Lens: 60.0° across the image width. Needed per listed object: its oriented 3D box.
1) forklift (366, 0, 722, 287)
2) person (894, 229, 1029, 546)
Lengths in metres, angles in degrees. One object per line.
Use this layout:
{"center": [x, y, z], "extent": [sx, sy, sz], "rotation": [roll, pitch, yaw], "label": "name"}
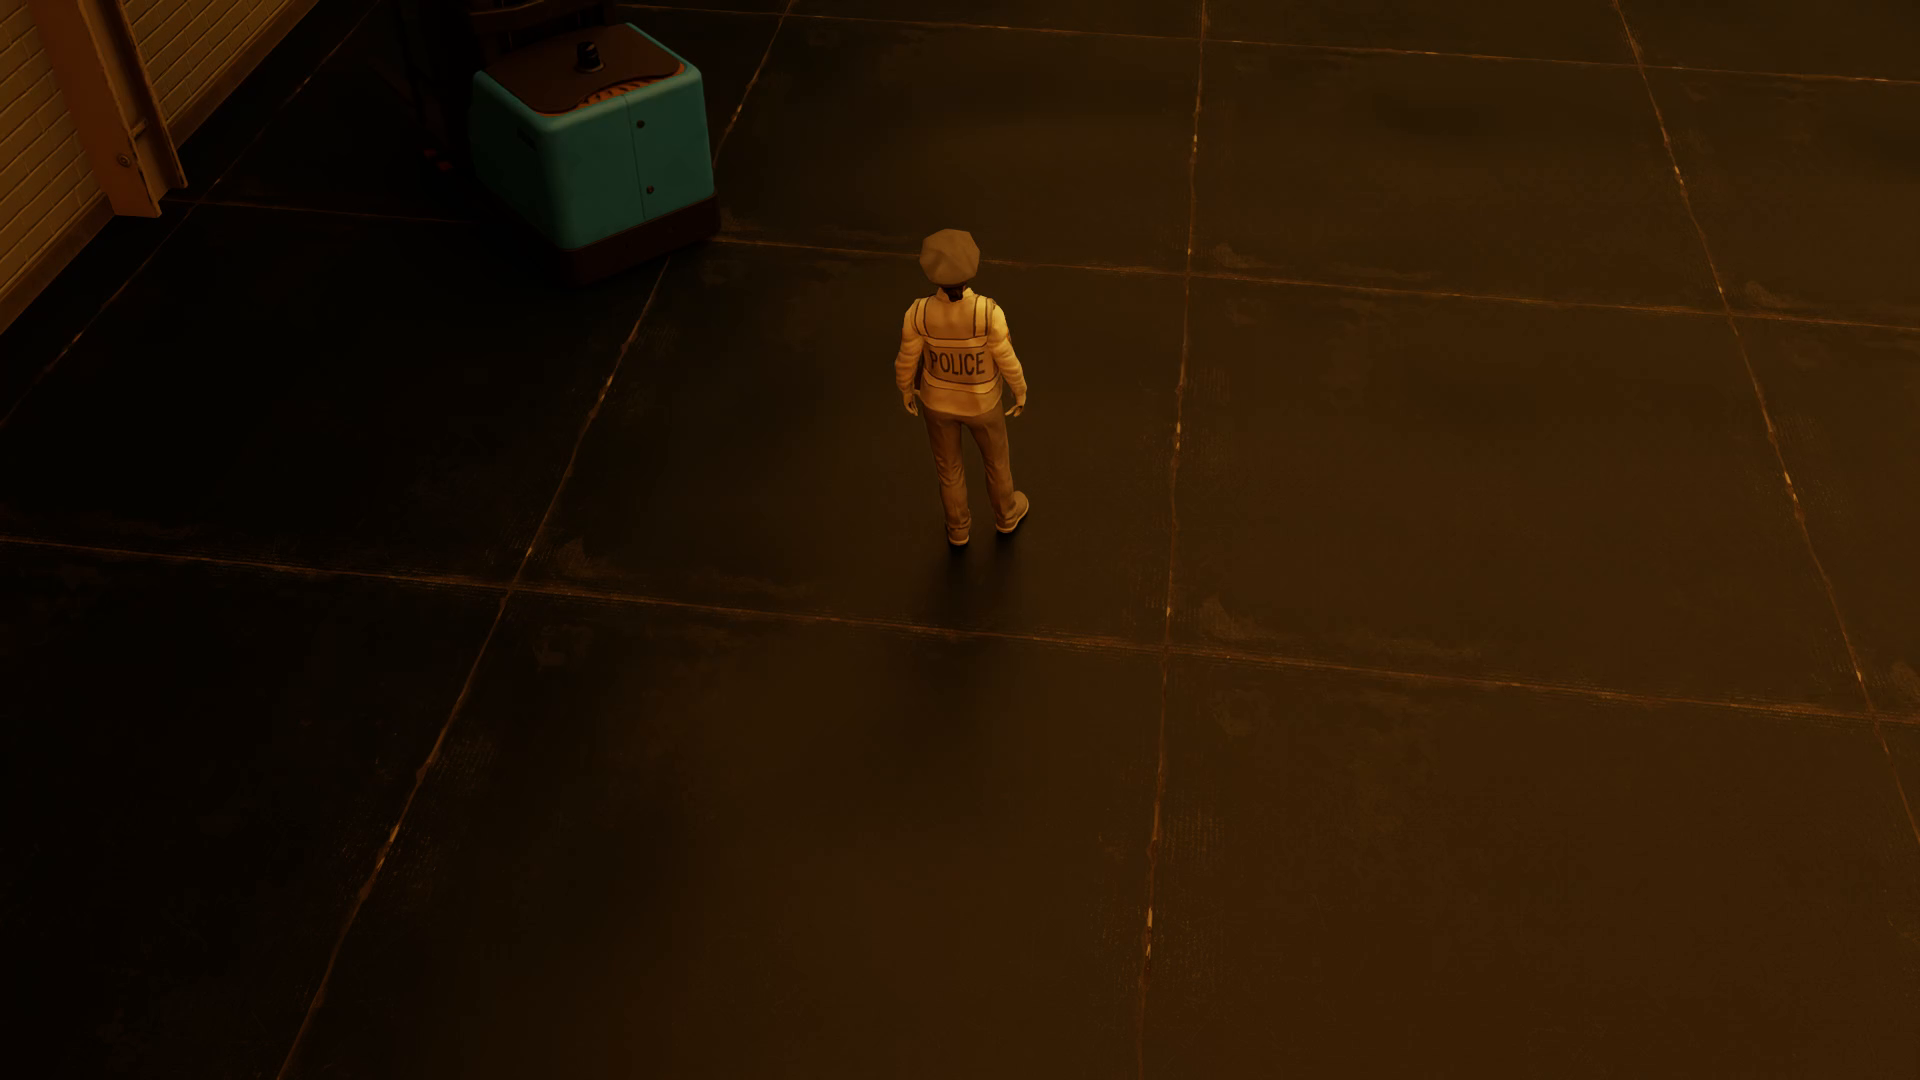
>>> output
{"center": [-2.722, -3.435, 9.463], "extent": [1.130, 2.935, 3.031], "rotation": [-29, 50, -28], "label": "forklift"}
{"center": [0.016, -0.675, 7.362], "extent": [0.586, 1.694, 0.532], "rotation": [5, 43, 6], "label": "person"}
